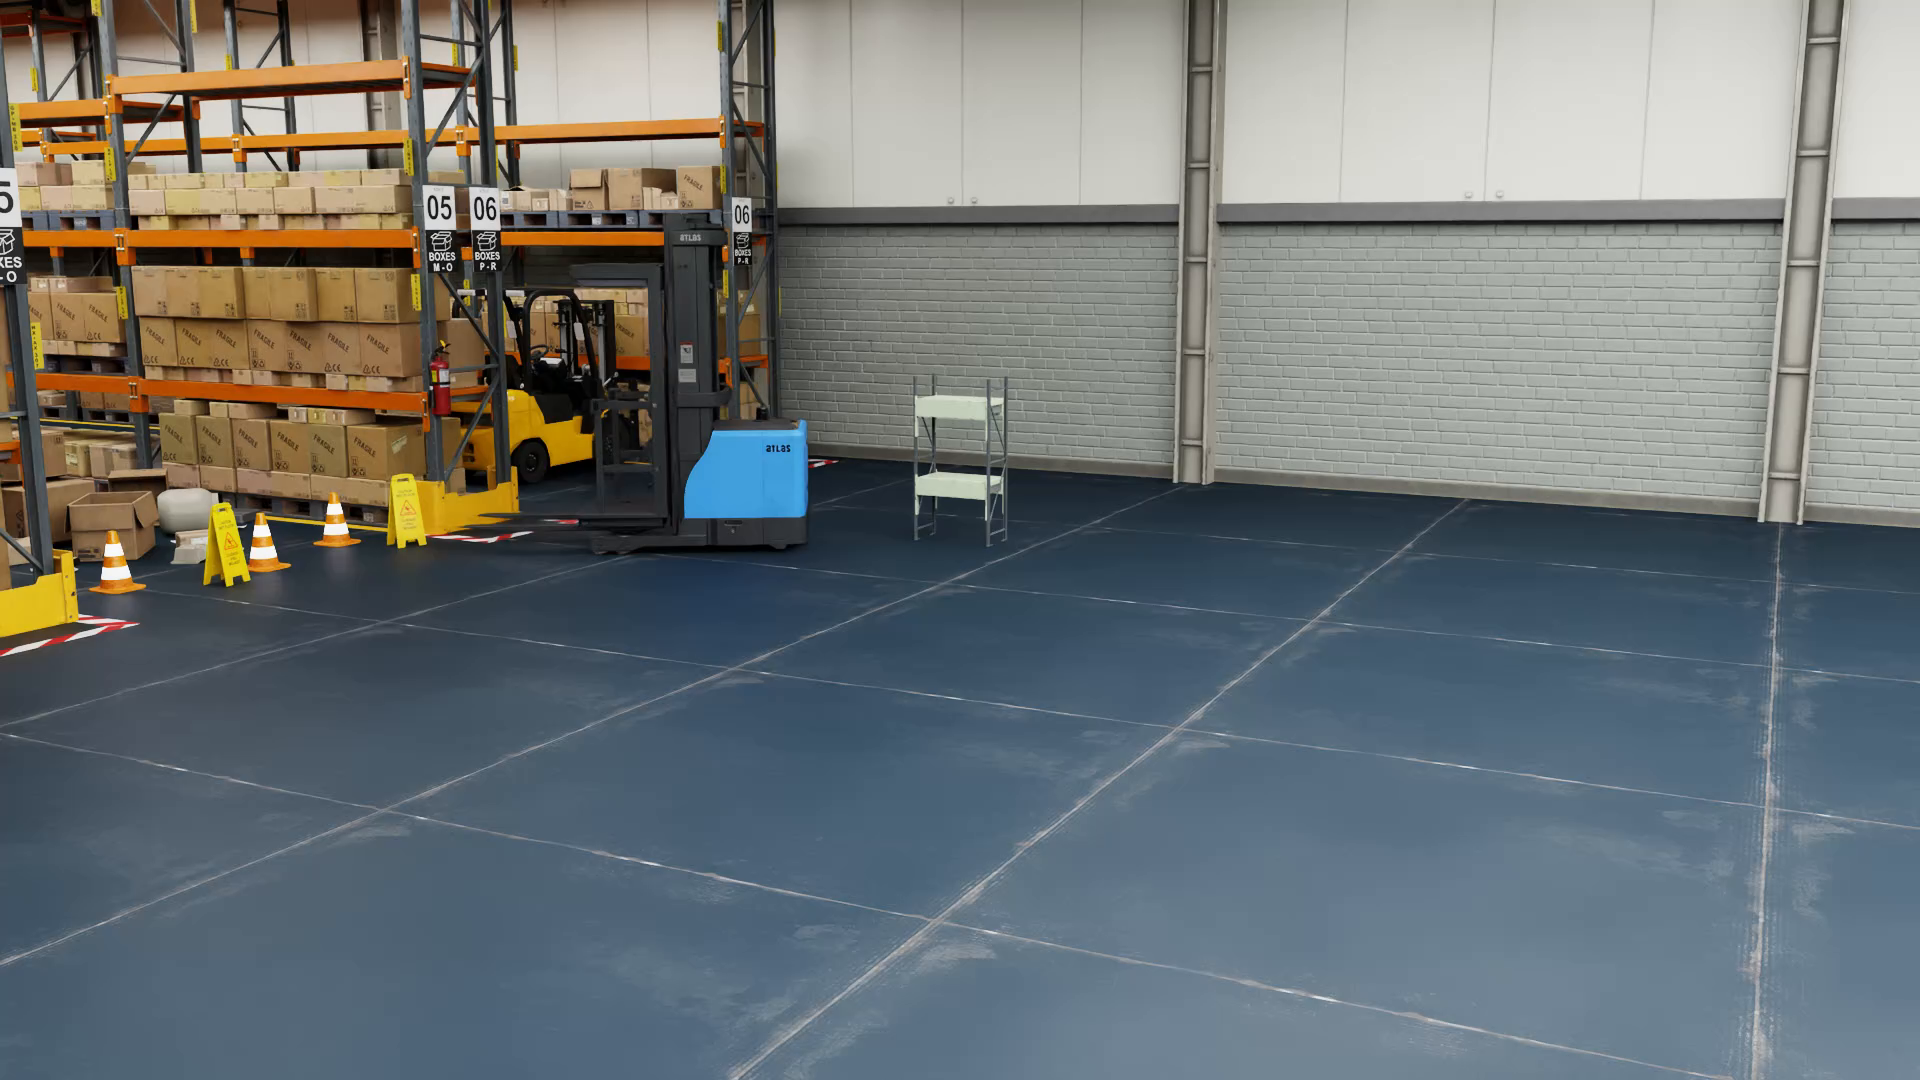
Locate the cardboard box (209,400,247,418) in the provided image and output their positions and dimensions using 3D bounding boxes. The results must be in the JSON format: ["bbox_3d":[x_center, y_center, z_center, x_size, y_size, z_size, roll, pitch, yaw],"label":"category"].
[{"bbox_3d":[-7.322,-1.326,16.770,0.250,0.149,0.380,6,12,28],"label":"cardboard box"}]

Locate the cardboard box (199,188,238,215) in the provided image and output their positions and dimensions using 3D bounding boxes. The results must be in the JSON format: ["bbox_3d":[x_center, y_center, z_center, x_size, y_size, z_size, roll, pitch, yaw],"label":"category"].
[{"bbox_3d":[-7.096,-3.323,16.352,0.500,0.250,0.500,5,11,26],"label":"cardboard box"}]

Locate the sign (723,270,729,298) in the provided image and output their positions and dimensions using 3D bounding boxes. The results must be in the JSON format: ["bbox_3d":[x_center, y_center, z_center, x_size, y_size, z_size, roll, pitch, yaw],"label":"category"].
[{"bbox_3d":[-2.752,-3.012,19.555,0.005,0.325,0.100,5,11,26],"label":"sign"}]

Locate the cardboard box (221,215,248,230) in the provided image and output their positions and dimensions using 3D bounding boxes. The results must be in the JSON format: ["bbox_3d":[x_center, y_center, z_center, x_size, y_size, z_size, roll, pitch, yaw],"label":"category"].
[{"bbox_3d":[-6.991,-3.107,16.276,0.250,0.149,0.380,5,11,25],"label":"cardboard box"}]

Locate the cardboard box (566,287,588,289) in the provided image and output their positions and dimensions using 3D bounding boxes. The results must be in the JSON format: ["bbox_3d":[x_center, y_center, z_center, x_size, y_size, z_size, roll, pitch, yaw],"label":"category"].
[{"bbox_3d":[-4.964,-3.210,21.625,0.250,0.149,0.380,5,11,25],"label":"cardboard box"}]

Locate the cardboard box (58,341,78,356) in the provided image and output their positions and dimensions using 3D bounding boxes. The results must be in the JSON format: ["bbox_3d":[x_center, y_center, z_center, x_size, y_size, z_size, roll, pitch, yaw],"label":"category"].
[{"bbox_3d":[-9.338,-2.051,17.688,0.250,0.149,0.380,5,11,25],"label":"cardboard box"}]

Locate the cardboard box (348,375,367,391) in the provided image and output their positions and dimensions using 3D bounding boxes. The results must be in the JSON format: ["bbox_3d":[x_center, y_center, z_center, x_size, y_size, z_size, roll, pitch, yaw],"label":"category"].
[{"bbox_3d":[-5.619,-1.516,15.909,0.250,0.149,0.380,5,11,25],"label":"cardboard box"}]

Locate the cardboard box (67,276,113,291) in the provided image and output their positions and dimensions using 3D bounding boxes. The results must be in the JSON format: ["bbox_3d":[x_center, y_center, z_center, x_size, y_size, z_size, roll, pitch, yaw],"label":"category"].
[{"bbox_3d":[-9.564,-2.818,18.280,0.250,0.149,0.380,6,12,29],"label":"cardboard box"}]

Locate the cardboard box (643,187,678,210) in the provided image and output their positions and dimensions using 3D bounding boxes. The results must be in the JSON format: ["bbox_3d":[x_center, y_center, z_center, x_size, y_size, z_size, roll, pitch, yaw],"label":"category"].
[{"bbox_3d":[-3.604,-4.114,20.053,0.258,0.266,0.396,5,11,26],"label":"cardboard box"}]

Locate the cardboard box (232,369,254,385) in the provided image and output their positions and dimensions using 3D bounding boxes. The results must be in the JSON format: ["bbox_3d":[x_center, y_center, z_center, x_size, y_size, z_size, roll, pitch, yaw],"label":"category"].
[{"bbox_3d":[-6.995,-1.632,16.548,0.250,0.149,0.380,5,11,26],"label":"cardboard box"}]

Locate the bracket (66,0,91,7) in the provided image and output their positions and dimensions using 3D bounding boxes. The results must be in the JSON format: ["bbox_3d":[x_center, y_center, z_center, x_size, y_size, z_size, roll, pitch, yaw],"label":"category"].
[{"bbox_3d":[-13.271,-8.190,25.126,0.430,0.232,0.235,5,11,26],"label":"bracket"}]

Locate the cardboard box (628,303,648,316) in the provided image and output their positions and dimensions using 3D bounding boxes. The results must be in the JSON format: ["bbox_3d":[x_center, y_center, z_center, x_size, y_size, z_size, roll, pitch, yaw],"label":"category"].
[{"bbox_3d":[-3.859,-2.843,20.433,0.250,0.149,0.380,5,11,24],"label":"cardboard box"}]

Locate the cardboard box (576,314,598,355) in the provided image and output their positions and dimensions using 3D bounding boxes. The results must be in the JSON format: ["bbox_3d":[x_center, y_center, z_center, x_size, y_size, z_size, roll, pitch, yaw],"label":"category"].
[{"bbox_3d":[-4.433,-2.578,20.791,0.500,0.500,0.500,5,11,26],"label":"cardboard box"}]

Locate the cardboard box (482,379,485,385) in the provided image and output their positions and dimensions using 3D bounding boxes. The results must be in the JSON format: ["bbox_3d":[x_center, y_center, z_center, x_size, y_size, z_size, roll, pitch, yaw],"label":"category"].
[{"bbox_3d":[-6.559,-1.804,22.285,0.625,0.625,0.875,6,12,28],"label":"cardboard box"}]

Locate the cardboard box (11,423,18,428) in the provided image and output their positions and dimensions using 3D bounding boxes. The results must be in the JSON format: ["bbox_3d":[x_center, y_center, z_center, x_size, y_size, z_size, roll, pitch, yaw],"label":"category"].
[{"bbox_3d":[-11.364,-1.116,19.195,0.625,0.372,0.950,4,11,22],"label":"cardboard box"}]

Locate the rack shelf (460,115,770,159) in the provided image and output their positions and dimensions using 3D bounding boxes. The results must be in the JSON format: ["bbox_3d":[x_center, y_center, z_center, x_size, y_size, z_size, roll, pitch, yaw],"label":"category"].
[{"bbox_3d":[-4.293,-4.970,20.588,4.000,0.370,1.077,5,11,26],"label":"rack shelf"}]

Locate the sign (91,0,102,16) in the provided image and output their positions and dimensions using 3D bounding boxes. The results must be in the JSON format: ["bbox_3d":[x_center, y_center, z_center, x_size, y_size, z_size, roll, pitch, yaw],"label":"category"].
[{"bbox_3d":[-8.519,-5.334,16.388,0.005,0.325,0.100,5,11,26],"label":"sign"}]

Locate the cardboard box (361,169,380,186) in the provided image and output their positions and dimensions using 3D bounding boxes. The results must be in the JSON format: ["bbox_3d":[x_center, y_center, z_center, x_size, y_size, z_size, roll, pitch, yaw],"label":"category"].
[{"bbox_3d":[-5.340,-3.369,15.487,0.250,0.149,0.380,5,12,27],"label":"cardboard box"}]

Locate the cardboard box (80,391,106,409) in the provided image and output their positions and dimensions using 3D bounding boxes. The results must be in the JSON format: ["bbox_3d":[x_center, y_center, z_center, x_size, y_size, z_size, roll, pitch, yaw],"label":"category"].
[{"bbox_3d":[-12.926,-2.260,25.153,0.500,0.500,0.500,6,12,28],"label":"cardboard box"}]

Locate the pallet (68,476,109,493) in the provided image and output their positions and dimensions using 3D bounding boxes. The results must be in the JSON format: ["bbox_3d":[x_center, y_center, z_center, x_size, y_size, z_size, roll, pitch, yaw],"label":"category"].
[{"bbox_3d":[-8.978,-0.623,18.098,1.213,0.211,1.003,5,11,26],"label":"pallet"}]

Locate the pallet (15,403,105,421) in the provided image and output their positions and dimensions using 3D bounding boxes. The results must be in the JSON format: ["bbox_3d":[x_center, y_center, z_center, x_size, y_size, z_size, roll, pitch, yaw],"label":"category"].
[{"bbox_3d":[-13.876,-2.039,25.925,1.213,0.211,1.003,5,11,26],"label":"pallet"}]

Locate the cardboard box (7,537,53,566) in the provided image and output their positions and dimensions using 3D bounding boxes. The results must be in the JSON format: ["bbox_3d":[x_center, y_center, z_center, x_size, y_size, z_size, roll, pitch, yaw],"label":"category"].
[{"bbox_3d":[-8.022,0.052,14.220,0.258,0.266,0.396,7,13,36],"label":"cardboard box"}]

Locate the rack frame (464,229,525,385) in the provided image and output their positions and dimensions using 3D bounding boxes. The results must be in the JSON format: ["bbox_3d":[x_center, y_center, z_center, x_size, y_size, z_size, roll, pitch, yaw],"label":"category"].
[{"bbox_3d":[-6.086,-2.727,21.893,0.127,3.000,1.000,5,11,26],"label":"rack frame"}]

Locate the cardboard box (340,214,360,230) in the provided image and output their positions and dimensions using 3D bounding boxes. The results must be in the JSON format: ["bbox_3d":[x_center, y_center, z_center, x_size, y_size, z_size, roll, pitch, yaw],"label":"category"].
[{"bbox_3d":[-5.597,-2.995,15.659,0.250,0.149,0.380,5,12,28],"label":"cardboard box"}]

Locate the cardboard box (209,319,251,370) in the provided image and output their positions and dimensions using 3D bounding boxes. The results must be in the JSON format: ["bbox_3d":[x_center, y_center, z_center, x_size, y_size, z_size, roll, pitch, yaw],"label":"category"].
[{"bbox_3d":[-7.103,-1.973,16.610,0.500,0.500,0.500,5,11,25],"label":"cardboard box"}]

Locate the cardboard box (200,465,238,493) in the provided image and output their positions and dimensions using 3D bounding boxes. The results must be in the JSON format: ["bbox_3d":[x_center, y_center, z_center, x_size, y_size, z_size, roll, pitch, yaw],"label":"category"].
[{"bbox_3d":[-7.386,-0.657,17.001,0.500,0.250,0.500,6,12,29],"label":"cardboard box"}]

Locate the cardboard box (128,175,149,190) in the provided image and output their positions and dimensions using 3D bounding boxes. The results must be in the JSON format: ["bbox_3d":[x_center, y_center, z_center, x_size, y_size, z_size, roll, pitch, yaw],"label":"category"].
[{"bbox_3d":[-8.141,-3.601,16.771,0.250,0.149,0.380,5,11,25],"label":"cardboard box"}]

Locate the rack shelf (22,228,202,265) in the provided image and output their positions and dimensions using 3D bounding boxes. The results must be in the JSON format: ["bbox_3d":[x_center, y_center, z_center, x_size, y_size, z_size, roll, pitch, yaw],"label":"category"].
[{"bbox_3d":[-10.073,-3.213,18.179,4.000,0.370,1.077,5,11,26],"label":"rack shelf"}]

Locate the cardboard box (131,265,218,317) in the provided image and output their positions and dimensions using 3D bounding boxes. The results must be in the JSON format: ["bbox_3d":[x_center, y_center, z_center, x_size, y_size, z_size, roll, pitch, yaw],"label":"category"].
[{"bbox_3d":[-7.980,-2.552,17.004,0.500,0.500,0.700,5,11,25],"label":"cardboard box"}]

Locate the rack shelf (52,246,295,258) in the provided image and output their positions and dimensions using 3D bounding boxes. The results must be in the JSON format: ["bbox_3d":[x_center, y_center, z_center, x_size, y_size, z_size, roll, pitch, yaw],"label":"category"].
[{"bbox_3d":[-11.467,-4.322,24.303,4.000,0.370,1.077,5,11,26],"label":"rack shelf"}]

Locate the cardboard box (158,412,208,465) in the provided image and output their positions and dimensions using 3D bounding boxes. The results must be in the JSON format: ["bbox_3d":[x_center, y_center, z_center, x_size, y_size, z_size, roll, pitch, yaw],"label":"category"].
[{"bbox_3d":[-7.869,-1.067,17.157,0.500,0.500,0.500,6,12,29],"label":"cardboard box"}]

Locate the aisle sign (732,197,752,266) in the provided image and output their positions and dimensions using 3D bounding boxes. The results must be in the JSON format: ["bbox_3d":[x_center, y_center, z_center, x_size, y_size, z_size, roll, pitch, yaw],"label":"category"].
[{"bbox_3d":[-2.570,-3.639,19.632,0.004,0.787,0.394,5,11,26],"label":"aisle sign"}]

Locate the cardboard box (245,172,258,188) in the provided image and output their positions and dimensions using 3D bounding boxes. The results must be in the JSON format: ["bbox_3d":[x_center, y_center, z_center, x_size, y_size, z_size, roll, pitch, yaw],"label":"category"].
[{"bbox_3d":[-6.710,-3.492,16.167,0.250,0.149,0.380,5,12,27],"label":"cardboard box"}]

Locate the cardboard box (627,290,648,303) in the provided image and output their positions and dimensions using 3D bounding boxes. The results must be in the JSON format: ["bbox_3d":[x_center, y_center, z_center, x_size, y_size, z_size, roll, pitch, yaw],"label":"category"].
[{"bbox_3d":[-3.868,-2.986,20.388,0.250,0.149,0.380,5,12,27],"label":"cardboard box"}]

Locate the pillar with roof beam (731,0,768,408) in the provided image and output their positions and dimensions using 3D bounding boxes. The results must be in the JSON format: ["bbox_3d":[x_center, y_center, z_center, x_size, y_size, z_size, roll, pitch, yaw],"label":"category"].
[{"bbox_3d":[-4.629,-4.875,16.917,0.400,9.000,9.100,5,11,26],"label":"pillar with roof beam"}]

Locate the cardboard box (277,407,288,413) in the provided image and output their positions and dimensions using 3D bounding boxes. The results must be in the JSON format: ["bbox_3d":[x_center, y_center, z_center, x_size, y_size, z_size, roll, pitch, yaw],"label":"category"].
[{"bbox_3d":[-7.173,-1.113,17.412,0.500,0.500,0.500,5,12,27],"label":"cardboard box"}]

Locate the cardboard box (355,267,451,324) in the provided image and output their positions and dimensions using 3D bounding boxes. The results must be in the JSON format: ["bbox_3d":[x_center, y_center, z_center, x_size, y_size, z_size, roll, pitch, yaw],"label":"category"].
[{"bbox_3d":[-5.247,-2.311,15.675,0.500,0.500,0.700,5,11,24],"label":"cardboard box"}]

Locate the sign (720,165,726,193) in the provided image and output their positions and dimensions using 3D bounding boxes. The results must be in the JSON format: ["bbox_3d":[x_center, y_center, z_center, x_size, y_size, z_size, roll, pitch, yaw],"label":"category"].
[{"bbox_3d":[-2.752,-4.199,19.340,0.005,0.325,0.100,5,11,26],"label":"sign"}]

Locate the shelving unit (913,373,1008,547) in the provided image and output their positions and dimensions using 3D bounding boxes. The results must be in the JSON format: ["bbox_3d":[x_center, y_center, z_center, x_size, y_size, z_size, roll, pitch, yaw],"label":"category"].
[{"bbox_3d":[0.006,-0.737,15.114,0.755,1.500,0.431,5,11,26],"label":"shelving unit"}]

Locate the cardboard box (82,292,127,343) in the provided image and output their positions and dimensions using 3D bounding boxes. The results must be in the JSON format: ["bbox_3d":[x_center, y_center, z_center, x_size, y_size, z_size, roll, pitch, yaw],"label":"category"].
[{"bbox_3d":[-8.795,-2.336,17.437,0.500,0.500,0.500,5,11,25],"label":"cardboard box"}]

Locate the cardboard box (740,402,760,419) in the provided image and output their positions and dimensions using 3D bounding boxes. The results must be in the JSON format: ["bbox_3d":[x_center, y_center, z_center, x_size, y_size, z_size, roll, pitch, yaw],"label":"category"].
[{"bbox_3d":[-2.829,-1.581,20.703,0.500,0.250,0.500,5,12,27],"label":"cardboard box"}]

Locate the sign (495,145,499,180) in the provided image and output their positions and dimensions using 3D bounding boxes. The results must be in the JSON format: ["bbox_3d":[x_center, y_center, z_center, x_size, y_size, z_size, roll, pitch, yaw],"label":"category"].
[{"bbox_3d":[-4.452,-3.611,15.904,0.005,0.325,0.100,5,11,26],"label":"sign"}]

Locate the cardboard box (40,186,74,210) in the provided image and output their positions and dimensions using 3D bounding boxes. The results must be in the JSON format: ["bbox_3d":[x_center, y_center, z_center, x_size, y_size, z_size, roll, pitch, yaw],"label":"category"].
[{"bbox_3d":[-9.319,-3.606,17.572,0.500,0.250,0.500,5,11,27],"label":"cardboard box"}]

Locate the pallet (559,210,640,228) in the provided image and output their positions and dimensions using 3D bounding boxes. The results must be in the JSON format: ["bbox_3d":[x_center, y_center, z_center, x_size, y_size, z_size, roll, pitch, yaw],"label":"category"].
[{"bbox_3d":[-4.220,-4.000,20.753,1.213,0.211,1.003,5,11,26],"label":"pallet"}]

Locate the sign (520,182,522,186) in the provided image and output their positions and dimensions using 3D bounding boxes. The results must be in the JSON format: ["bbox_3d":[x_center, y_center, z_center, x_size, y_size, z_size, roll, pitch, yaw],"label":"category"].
[{"bbox_3d":[-5.842,-4.585,22.064,0.005,0.325,0.100,5,11,26],"label":"sign"}]

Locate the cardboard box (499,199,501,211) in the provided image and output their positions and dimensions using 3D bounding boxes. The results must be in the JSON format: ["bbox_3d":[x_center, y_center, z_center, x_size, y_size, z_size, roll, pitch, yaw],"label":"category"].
[{"bbox_3d":[-5.818,-4.251,21.139,0.250,0.149,0.380,5,12,27],"label":"cardboard box"}]

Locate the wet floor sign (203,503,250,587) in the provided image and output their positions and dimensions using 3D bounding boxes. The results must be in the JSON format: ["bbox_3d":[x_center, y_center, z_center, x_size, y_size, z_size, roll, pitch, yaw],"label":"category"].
[{"bbox_3d":[-5.889,0.025,13.302,0.232,0.644,0.267,3,11,16],"label":"wet floor sign"}]

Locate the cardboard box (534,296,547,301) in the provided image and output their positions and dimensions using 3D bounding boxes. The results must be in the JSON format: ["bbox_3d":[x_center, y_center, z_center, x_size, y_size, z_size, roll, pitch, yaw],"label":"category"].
[{"bbox_3d":[-5.239,-3.107,21.060,0.250,0.149,0.380,5,12,27],"label":"cardboard box"}]

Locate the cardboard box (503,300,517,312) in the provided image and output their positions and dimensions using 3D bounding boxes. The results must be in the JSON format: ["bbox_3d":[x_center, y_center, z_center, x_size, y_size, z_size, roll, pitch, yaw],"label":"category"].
[{"bbox_3d":[-5.684,-3.008,21.344,0.250,0.149,0.380,5,12,27],"label":"cardboard box"}]

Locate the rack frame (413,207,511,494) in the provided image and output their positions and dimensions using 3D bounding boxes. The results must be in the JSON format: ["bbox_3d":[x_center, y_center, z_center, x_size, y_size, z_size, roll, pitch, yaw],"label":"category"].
[{"bbox_3d":[-4.692,-1.618,15.770,0.127,3.000,1.000,5,11,26],"label":"rack frame"}]

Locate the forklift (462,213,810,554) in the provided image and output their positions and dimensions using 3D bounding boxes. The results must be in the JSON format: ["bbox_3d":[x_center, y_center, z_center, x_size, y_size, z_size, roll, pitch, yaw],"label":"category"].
[{"bbox_3d":[-2.892,-1.413,14.826,3.031,2.935,1.130,-1,10,-3],"label":"forklift"}]
